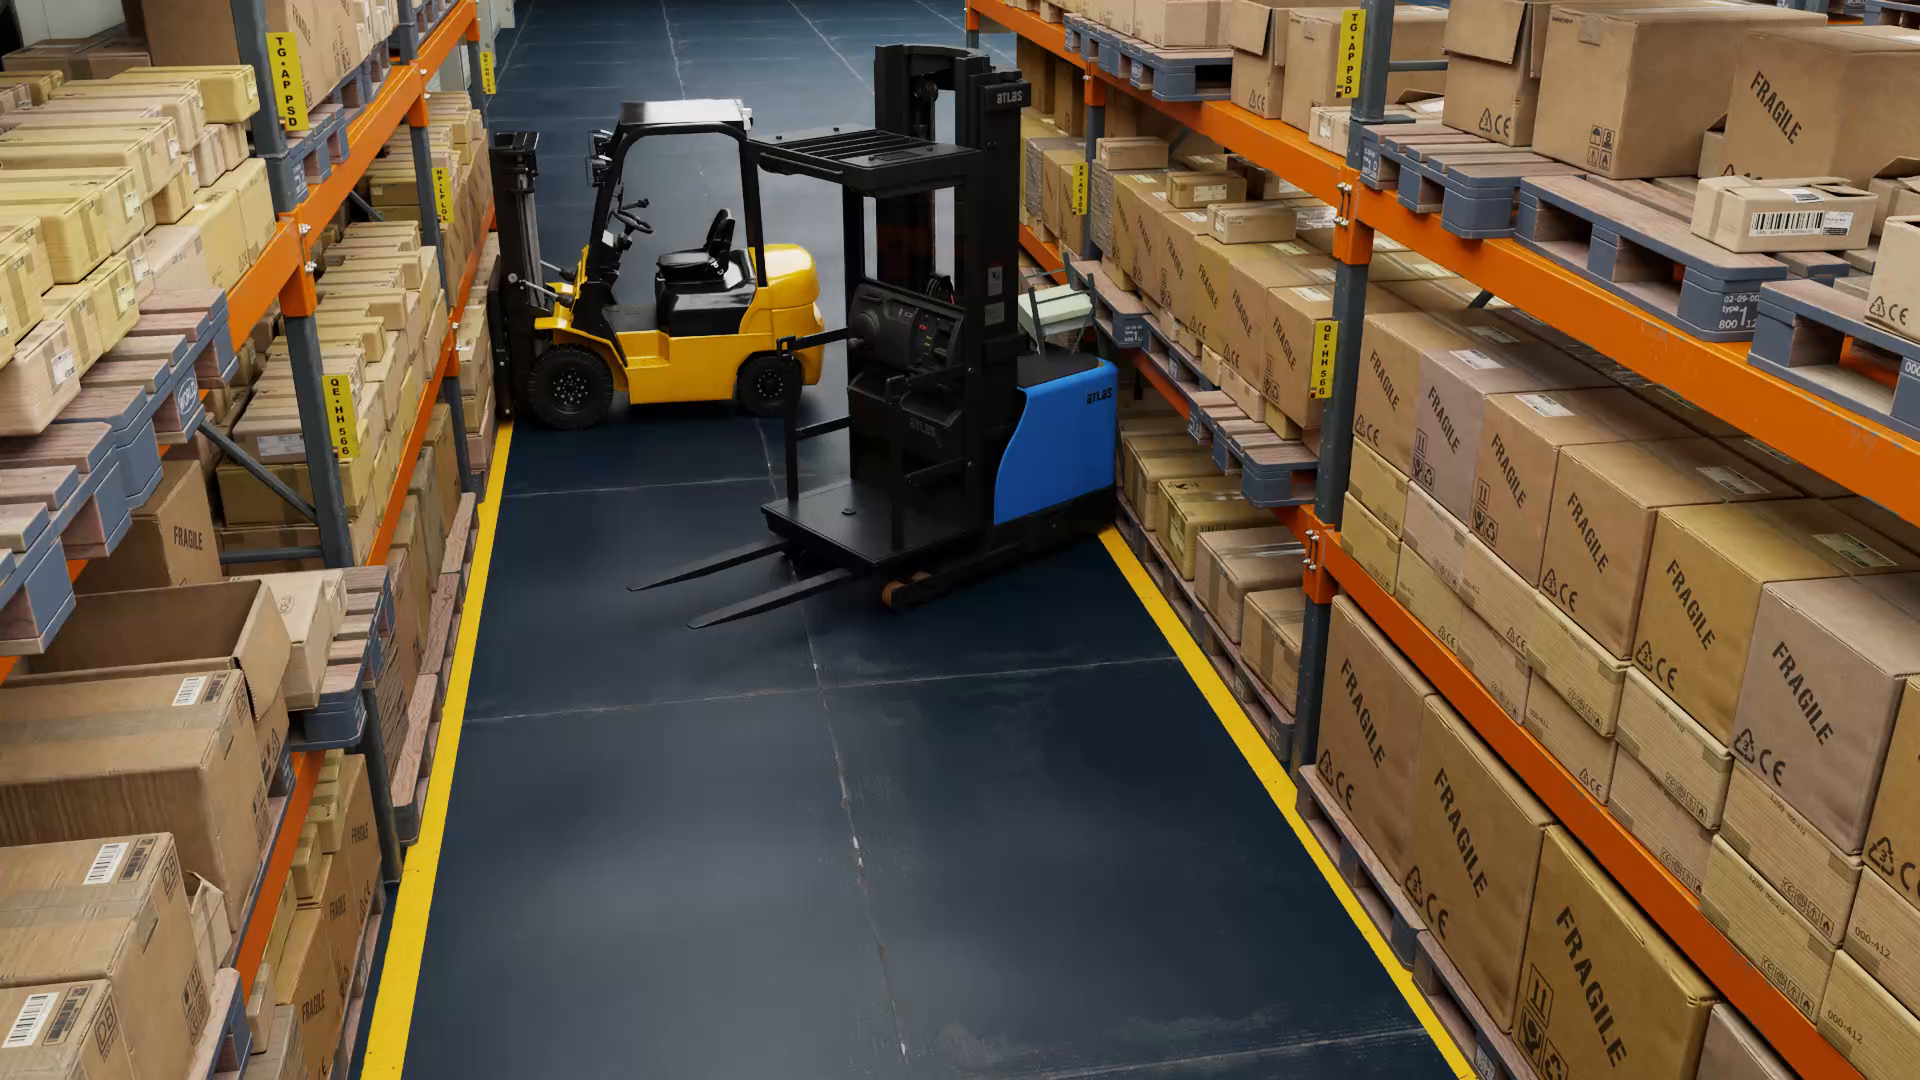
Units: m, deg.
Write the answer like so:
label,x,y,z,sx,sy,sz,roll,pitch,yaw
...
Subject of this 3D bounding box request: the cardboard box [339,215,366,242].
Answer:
label,x,y,z,sx,sy,sz,roll,pitch,yaw
cardboard box,-3.933,-1.697,10.263,0.500,0.500,0.500,-4,24,-10

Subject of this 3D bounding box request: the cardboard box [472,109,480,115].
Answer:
label,x,y,z,sx,sy,sz,roll,pitch,yaw
cardboard box,-3.984,-3.295,13.112,0.380,0.149,0.250,-4,24,-9

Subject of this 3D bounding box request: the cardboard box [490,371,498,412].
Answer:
label,x,y,z,sx,sy,sz,roll,pitch,yaw
cardboard box,-3.567,-1.041,11.797,0.500,0.250,0.500,-4,24,-9

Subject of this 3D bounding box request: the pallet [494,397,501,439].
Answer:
label,x,y,z,sx,sy,sz,roll,pitch,yaw
pallet,-3.919,-1.013,12.306,1.003,0.211,1.213,-4,24,-10

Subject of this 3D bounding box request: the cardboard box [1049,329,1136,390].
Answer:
label,x,y,z,sx,sy,sz,roll,pitch,yaw
cardboard box,0.921,-1.352,11.572,0.500,0.500,0.500,-5,24,-10

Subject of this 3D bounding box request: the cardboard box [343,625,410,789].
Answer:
label,x,y,z,sx,sy,sz,roll,pitch,yaw
cardboard box,-2.946,0.728,7.277,0.875,0.625,0.625,-4,24,-8

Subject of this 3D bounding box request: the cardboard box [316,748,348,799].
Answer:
label,x,y,z,sx,sy,sz,roll,pitch,yaw
cardboard box,-2.504,0.910,6.206,0.380,0.149,0.250,-5,24,-12

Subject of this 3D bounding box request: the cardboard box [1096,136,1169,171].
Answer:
label,x,y,z,sx,sy,sz,roll,pitch,yaw
cardboard box,1.033,-2.324,9.991,0.380,0.149,0.250,-4,24,-10

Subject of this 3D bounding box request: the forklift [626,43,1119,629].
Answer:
label,x,y,z,sx,sy,sz,roll,pitch,yaw
forklift,-0.471,-1.179,9.287,3.031,2.935,1.130,-19,30,-37

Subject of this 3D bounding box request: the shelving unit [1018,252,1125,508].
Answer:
label,x,y,z,sx,sy,sz,roll,pitch,yaw
shelving unit,0.693,-0.985,10.521,0.431,1.500,0.755,-14,21,-4

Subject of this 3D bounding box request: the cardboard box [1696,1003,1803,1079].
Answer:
label,x,y,z,sx,sy,sz,roll,pitch,yaw
cardboard box,2.580,1.827,4.449,0.875,0.875,0.875,-4,24,-8

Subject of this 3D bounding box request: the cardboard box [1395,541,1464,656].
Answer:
label,x,y,z,sx,sy,sz,roll,pitch,yaw
cardboard box,1.989,0.191,6.253,0.500,0.250,0.500,-5,24,-11

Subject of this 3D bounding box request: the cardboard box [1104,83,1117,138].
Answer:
label,x,y,z,sx,sy,sz,roll,pitch,yaw
cardboard box,1.352,-2.895,11.385,0.700,0.500,0.500,-4,24,-9

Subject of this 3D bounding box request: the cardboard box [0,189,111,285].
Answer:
label,x,y,z,sx,sy,sz,roll,pitch,yaw
cardboard box,-2.034,-0.633,3.497,0.380,0.149,0.250,-4,24,-9

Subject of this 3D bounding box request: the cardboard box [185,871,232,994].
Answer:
label,x,y,z,sx,sy,sz,roll,pitch,yaw
cardboard box,-1.984,0.947,3.978,0.396,0.266,0.258,-3,24,-7

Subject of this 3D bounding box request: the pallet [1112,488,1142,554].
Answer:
label,x,y,z,sx,sy,sz,roll,pitch,yaw
pallet,1.439,-0.279,10.625,1.003,0.211,1.213,-4,24,-10

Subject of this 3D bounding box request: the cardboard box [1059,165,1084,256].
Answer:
label,x,y,z,sx,sy,sz,roll,pitch,yaw
cardboard box,0.967,-2.202,11.047,0.500,0.500,0.500,-5,24,-11

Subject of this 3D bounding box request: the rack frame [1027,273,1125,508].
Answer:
label,x,y,z,sx,sy,sz,roll,pitch,yaw
rack frame,0.745,-0.863,10.179,0.400,1.500,0.023,-14,21,-4

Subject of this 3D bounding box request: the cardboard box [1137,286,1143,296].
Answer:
label,x,y,z,sx,sy,sz,roll,pitch,yaw
cardboard box,1.250,-1.495,9.714,0.380,0.149,0.250,-3,24,-6

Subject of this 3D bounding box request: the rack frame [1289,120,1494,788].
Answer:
label,x,y,z,sx,sy,sz,roll,pitch,yaw
rack frame,2.033,-0.290,7.166,1.000,3.000,0.127,-4,24,-10

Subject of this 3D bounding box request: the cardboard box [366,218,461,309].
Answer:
label,x,y,z,sx,sy,sz,roll,pitch,yaw
cardboard box,-3.409,-1.734,10.348,0.500,0.500,0.500,-5,24,-11

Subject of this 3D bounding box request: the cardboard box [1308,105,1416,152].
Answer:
label,x,y,z,sx,sy,sz,roll,pitch,yaw
cardboard box,1.715,-1.755,7.086,0.380,0.149,0.250,-4,24,-10

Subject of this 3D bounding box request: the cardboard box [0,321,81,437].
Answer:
label,x,y,z,sx,sy,sz,roll,pitch,yaw
cardboard box,-1.888,-0.295,3.094,0.380,0.149,0.250,-4,24,-9

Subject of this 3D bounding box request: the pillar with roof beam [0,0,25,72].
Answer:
label,x,y,z,sx,sy,sz,roll,pitch,yaw
pillar with roof beam,0.260,-3.435,6.872,9.100,9.000,0.400,-4,24,-10

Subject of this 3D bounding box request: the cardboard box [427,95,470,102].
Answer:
label,x,y,z,sx,sy,sz,roll,pitch,yaw
cardboard box,-3.974,-3.327,12.813,0.380,0.149,0.250,-4,24,-10

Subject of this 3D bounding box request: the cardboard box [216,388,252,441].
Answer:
label,x,y,z,sx,sy,sz,roll,pitch,yaw
cardboard box,-3.296,-0.438,7.069,0.500,0.250,0.500,-4,24,-9

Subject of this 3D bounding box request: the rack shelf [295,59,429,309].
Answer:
label,x,y,z,sx,sy,sz,roll,pitch,yaw
rack shelf,-3.214,-1.753,7.666,1.077,0.370,4.000,-4,24,-10

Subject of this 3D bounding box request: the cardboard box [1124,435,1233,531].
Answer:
label,x,y,z,sx,sy,sz,roll,pitch,yaw
cardboard box,1.529,-0.363,10.091,0.950,0.372,0.625,-3,24,-6

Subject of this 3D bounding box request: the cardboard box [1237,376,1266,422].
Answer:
label,x,y,z,sx,sy,sz,roll,pitch,yaw
cardboard box,1.530,-0.675,7.836,0.380,0.149,0.250,-5,24,-10

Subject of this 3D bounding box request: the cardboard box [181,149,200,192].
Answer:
label,x,y,z,sx,sy,sz,roll,pitch,yaw
cardboard box,-2.490,-1.079,4.915,0.380,0.149,0.250,-4,24,-9

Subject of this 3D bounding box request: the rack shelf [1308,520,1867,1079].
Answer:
label,x,y,z,sx,sy,sz,roll,pitch,yaw
rack shelf,2.403,0.827,5.509,1.077,0.370,4.000,-4,24,-10

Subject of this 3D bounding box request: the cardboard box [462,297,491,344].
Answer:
label,x,y,z,sx,sy,sz,roll,pitch,yaw
cardboard box,-3.553,-1.495,11.587,0.500,0.250,0.500,-3,24,-8

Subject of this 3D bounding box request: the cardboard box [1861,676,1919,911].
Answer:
label,x,y,z,sx,sy,sz,roll,pitch,yaw
cardboard box,2.444,0.622,3.703,0.500,0.500,0.500,-4,24,-8

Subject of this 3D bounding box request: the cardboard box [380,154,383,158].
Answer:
label,x,y,z,sx,sy,sz,roll,pitch,yaw
cardboard box,-4.254,-2.654,11.643,0.380,0.149,0.250,-4,24,-10

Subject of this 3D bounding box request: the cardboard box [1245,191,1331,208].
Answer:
label,x,y,z,sx,sy,sz,roll,pitch,yaw
cardboard box,1.787,-1.675,9.315,0.500,0.500,0.500,-3,24,-8

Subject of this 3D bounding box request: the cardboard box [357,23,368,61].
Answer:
label,x,y,z,sx,sy,sz,roll,pitch,yaw
cardboard box,-2.939,-2.279,7.636,0.380,0.149,0.250,-5,24,-10

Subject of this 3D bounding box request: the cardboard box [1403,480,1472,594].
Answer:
label,x,y,z,sx,sy,sz,roll,pitch,yaw
cardboard box,1.979,-0.029,6.132,0.500,0.250,0.500,-4,24,-8

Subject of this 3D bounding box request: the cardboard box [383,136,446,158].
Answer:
label,x,y,z,sx,sy,sz,roll,pitch,yaw
cardboard box,-3.667,-2.622,11.198,0.380,0.149,0.250,-4,24,-10

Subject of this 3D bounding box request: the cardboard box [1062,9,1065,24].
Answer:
label,x,y,z,sx,sy,sz,roll,pitch,yaw
cardboard box,0.904,-3.532,11.156,0.380,0.149,0.250,-5,24,-12

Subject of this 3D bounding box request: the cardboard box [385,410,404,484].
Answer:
label,x,y,z,sx,sy,sz,roll,pitch,yaw
cardboard box,-2.876,-0.445,7.709,0.500,0.250,0.500,-5,24,-11

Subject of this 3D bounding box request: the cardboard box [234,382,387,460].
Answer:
label,x,y,z,sx,sy,sz,roll,pitch,yaw
cardboard box,-2.777,-0.471,7.143,0.500,0.250,0.500,-4,24,-8

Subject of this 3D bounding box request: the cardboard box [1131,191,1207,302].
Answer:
label,x,y,z,sx,sy,sz,roll,pitch,yaw
cardboard box,1.270,-1.640,9.235,0.500,0.500,0.500,-4,24,-10

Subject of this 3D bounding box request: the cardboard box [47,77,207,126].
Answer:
label,x,y,z,sx,sy,sz,roll,pitch,yaw
cardboard box,-2.545,-1.321,5.097,0.380,0.149,0.250,-5,24,-12

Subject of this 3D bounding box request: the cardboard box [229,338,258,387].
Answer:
label,x,y,z,sx,sy,sz,roll,pitch,yaw
cardboard box,-3.335,-0.778,7.348,0.380,0.149,0.250,-4,24,-10

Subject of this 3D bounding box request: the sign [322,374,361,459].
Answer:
label,x,y,z,sx,sy,sz,roll,pitch,yaw
sign,-2.312,-0.459,6.206,0.100,0.325,0.005,-4,24,-10

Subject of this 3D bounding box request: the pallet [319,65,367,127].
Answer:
label,x,y,z,sx,sy,sz,roll,pitch,yaw
pallet,-3.267,-1.909,7.361,1.003,0.211,1.213,-3,24,-7

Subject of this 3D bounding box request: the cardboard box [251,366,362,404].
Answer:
label,x,y,z,sx,sy,sz,roll,pitch,yaw
cardboard box,-2.737,-0.615,6.976,0.380,0.149,0.250,-4,24,-8

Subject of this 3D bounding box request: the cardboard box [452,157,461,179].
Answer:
label,x,y,z,sx,sy,sz,roll,pitch,yaw
cardboard box,-3.593,-2.488,11.263,0.380,0.149,0.250,-5,24,-11

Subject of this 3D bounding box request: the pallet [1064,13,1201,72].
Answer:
label,x,y,z,sx,sy,sz,roll,pitch,yaw
pallet,1.303,-2.901,9.631,1.213,0.211,1.003,-4,24,-10

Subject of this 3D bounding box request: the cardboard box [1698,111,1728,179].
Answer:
label,x,y,z,sx,sy,sz,roll,pitch,yaw
cardboard box,2.632,-1.279,5.327,0.396,0.266,0.258,-5,24,-11

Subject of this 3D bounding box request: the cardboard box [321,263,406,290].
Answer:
label,x,y,z,sx,sy,sz,roll,pitch,yaw
cardboard box,-3.078,-1.318,8.584,0.380,0.149,0.250,-5,24,-11

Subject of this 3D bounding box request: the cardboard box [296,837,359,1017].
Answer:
label,x,y,z,sx,sy,sz,roll,pitch,yaw
cardboard box,-2.472,1.380,5.941,0.500,0.500,0.500,-5,24,-11

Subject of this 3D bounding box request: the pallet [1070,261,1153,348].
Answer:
label,x,y,z,sx,sy,sz,roll,pitch,yaw
pallet,1.292,-1.464,10.094,1.003,0.211,1.213,-4,24,-10
